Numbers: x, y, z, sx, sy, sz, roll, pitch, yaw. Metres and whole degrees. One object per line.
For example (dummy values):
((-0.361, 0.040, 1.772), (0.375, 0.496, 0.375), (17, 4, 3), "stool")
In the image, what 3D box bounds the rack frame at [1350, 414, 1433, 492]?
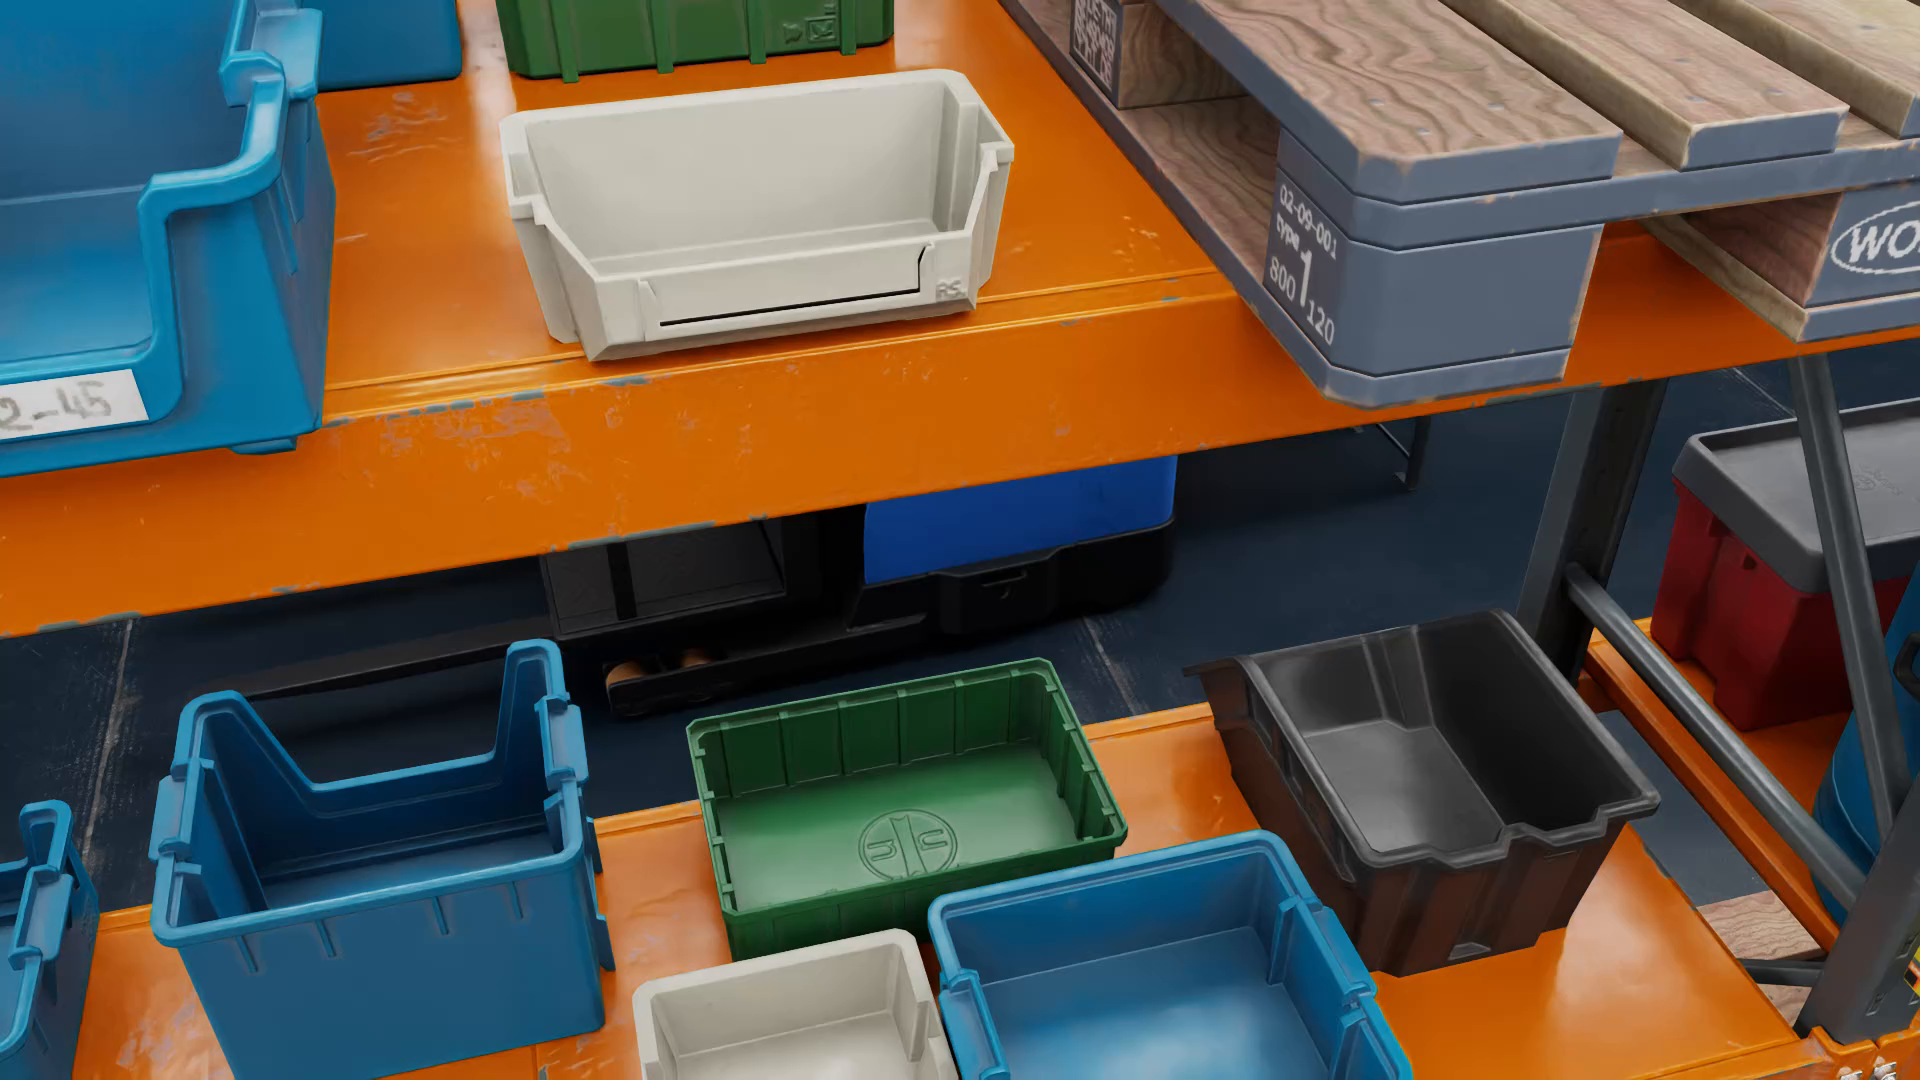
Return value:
((1.554, -0.917, 5.714), (0.032, 1.500, 0.500), (-11, 39, -14), "rack frame")

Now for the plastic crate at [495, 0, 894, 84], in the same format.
((-0.311, -0.682, 1.878), (0.450, 0.188, 0.336), (-9, 38, -12), "plastic crate")

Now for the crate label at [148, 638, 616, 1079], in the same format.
((-0.872, 0.505, 2.592), (0.616, 0.435, 0.502), (-9, 38, -12), "crate label")

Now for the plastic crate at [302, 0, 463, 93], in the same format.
((-0.816, -0.695, 1.734), (0.575, 0.384, 0.392), (-9, 38, -12), "plastic crate")

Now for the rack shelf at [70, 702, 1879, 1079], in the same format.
((-0.648, 0.938, 2.647), (4.000, 0.370, 1.077), (-9, 38, -12), "rack shelf")

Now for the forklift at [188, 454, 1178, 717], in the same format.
((-0.876, -0.991, 4.634), (3.031, 2.935, 1.130), (-11, 39, -14), "forklift")

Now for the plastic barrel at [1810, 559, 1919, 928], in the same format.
((1.735, 0.253, 2.538), (0.708, 0.901, 0.600), (-9, 38, -12), "plastic barrel")

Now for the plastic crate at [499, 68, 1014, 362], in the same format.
((-0.161, -0.260, 1.369), (0.396, 0.136, 0.243), (-9, 38, -12), "plastic crate")

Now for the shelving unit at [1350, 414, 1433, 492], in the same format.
((1.071, -0.821, 5.589), (1.048, 1.500, 0.538), (-11, 39, -14), "shelving unit")

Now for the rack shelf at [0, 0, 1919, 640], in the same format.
((-0.648, -0.254, 1.736), (4.000, 0.370, 1.077), (-9, 38, -12), "rack shelf")

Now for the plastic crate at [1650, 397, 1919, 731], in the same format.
((1.671, 0.054, 3.158), (0.583, 0.464, 0.402), (-9, 38, -12), "plastic crate")

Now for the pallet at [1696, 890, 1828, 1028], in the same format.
((2.031, 1.296, 3.882), (1.213, 0.211, 1.003), (-9, 38, -12), "pallet")

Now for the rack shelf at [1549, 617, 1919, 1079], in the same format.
((3.214, 0.304, 3.476), (4.000, 0.370, 1.077), (-9, 38, -12), "rack shelf")

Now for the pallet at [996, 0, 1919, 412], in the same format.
((0.612, -0.609, 1.765), (1.003, 0.211, 1.213), (-9, 38, -12), "pallet")

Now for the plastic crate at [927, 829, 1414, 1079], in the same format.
((0.286, 0.729, 2.451), (0.616, 0.251, 0.499), (-9, 38, -12), "plastic crate")

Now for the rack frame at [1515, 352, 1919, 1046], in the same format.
((1.283, 0.335, 2.843), (0.127, 3.000, 1.000), (-9, 38, -12), "rack frame")

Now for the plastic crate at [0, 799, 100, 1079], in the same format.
((-1.545, 0.674, 2.523), (0.408, 0.251, 0.499), (-9, 38, -12), "plastic crate")

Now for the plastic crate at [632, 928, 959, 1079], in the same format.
((-0.218, 0.846, 2.393), (0.437, 0.136, 0.530), (-9, 38, -12), "plastic crate")

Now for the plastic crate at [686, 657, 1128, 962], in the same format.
((-0.101, 0.469, 2.843), (0.662, 0.188, 0.450), (-9, 38, -12), "plastic crate")

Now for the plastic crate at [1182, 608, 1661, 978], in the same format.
((0.745, 0.368, 2.851), (0.504, 0.338, 0.767), (-9, 38, -12), "plastic crate")

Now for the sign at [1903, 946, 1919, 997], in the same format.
((1.416, 0.550, 2.335), (0.005, 0.325, 0.100), (-9, 38, -12), "sign")

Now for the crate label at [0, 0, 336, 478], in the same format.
((-0.685, -0.266, 1.283), (0.408, 0.251, 0.502), (-9, 38, -12), "crate label")
